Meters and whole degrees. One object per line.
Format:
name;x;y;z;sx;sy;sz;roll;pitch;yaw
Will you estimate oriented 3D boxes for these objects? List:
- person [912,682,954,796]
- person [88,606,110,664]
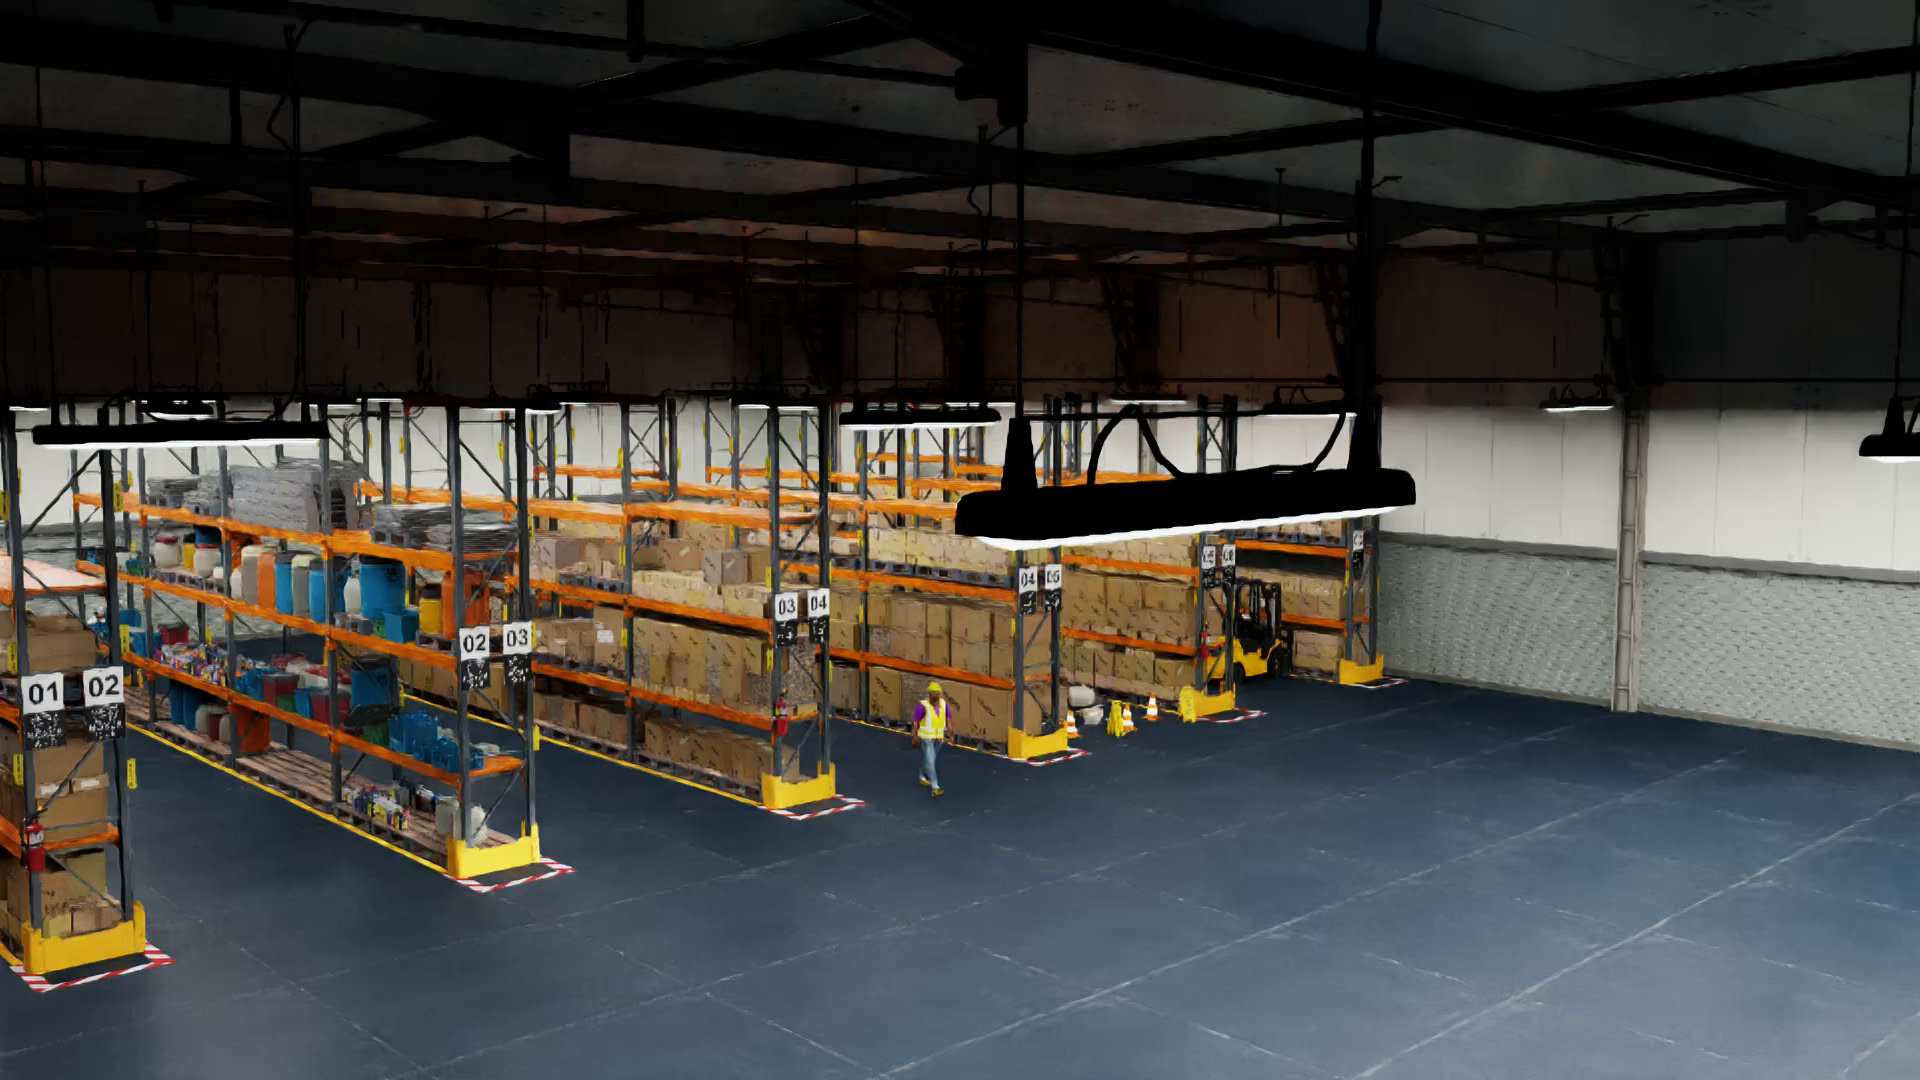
person;-0.395;3.012;25.459;0.571;1.705;1.043;-4;7;-34
person;-18.027;2.176;34.762;0.941;1.612;0.523;2;6;24
